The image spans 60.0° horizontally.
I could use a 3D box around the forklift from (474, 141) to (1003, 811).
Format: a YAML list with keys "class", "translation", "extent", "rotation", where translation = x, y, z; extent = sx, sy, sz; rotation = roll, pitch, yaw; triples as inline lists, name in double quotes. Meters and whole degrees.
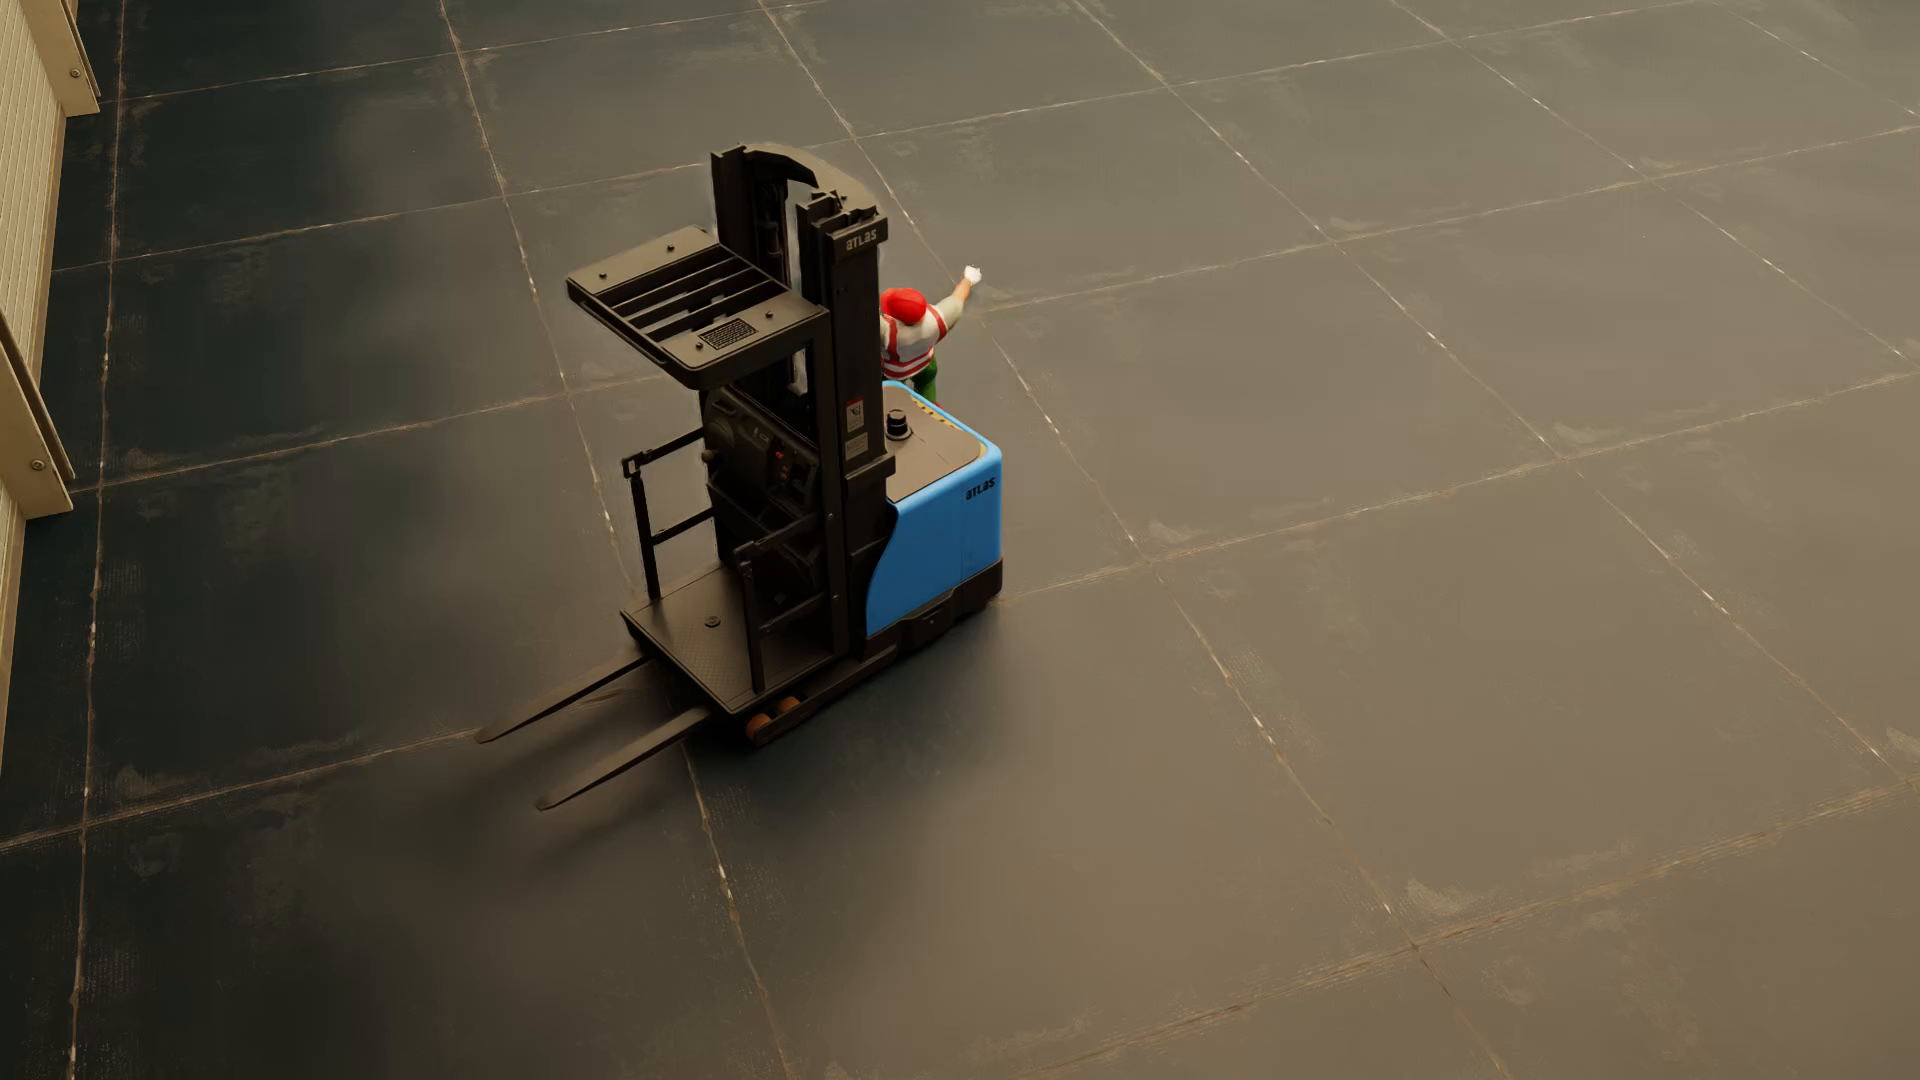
- class: "forklift"
  translation: [-1.188, -0.403, 8.476]
  extent: [3.031, 2.935, 1.130]
  rotation: [-30, 48, -30]

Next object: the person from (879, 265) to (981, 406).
- class: "person"
  translation: [-0.225, -1.164, 10.413]
  extent: [1.101, 1.548, 0.725]
  rotation: [-29, 48, -30]
